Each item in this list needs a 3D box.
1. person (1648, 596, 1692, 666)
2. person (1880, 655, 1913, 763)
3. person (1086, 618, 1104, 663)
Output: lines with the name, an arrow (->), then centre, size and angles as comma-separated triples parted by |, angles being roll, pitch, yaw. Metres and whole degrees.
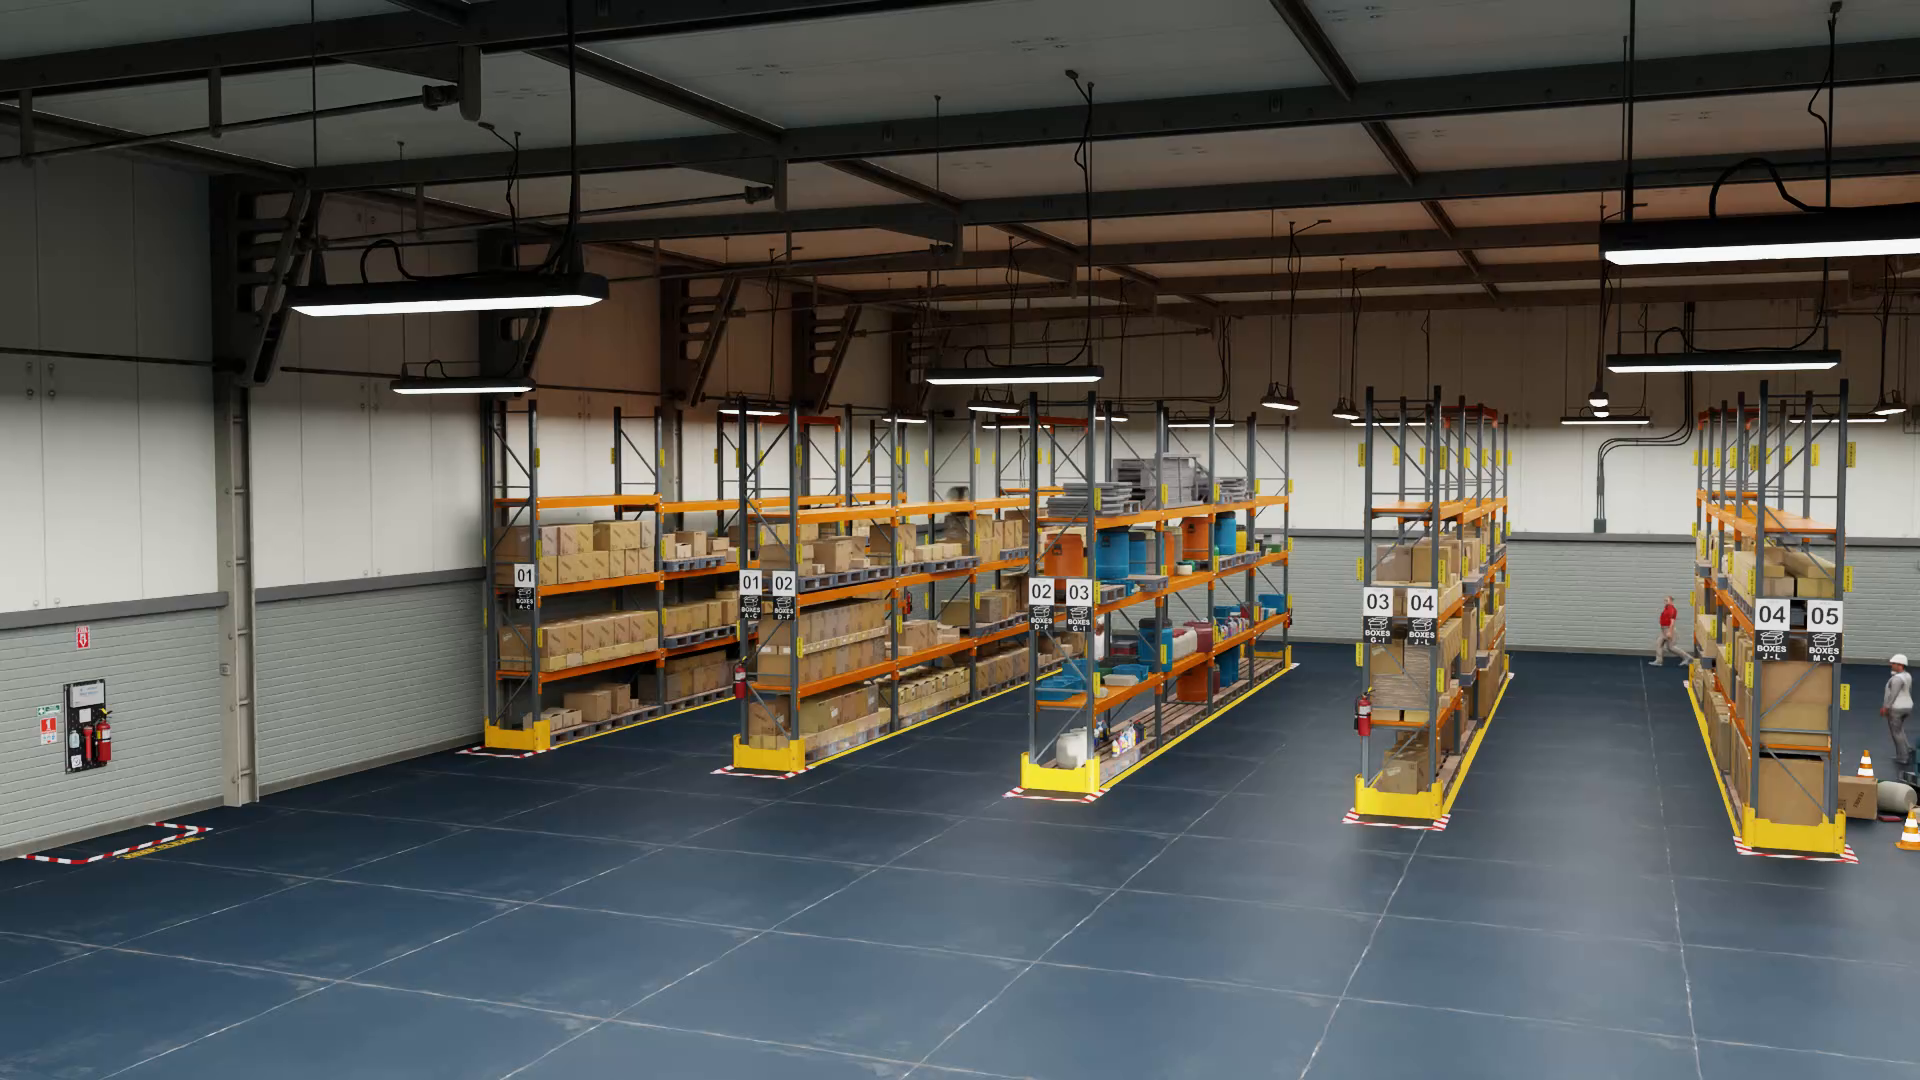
person -> 16.986, 2.178, 39.780 | 0.910, 1.680, 0.556 | 0, 3, 9
person -> 15.386, 2.759, 27.314 | 0.582, 1.775, 0.506 | -1, 3, -17
person -> 2.780, 2.444, 33.913 | 0.606, 1.703, 0.967 | 1, 3, 19
